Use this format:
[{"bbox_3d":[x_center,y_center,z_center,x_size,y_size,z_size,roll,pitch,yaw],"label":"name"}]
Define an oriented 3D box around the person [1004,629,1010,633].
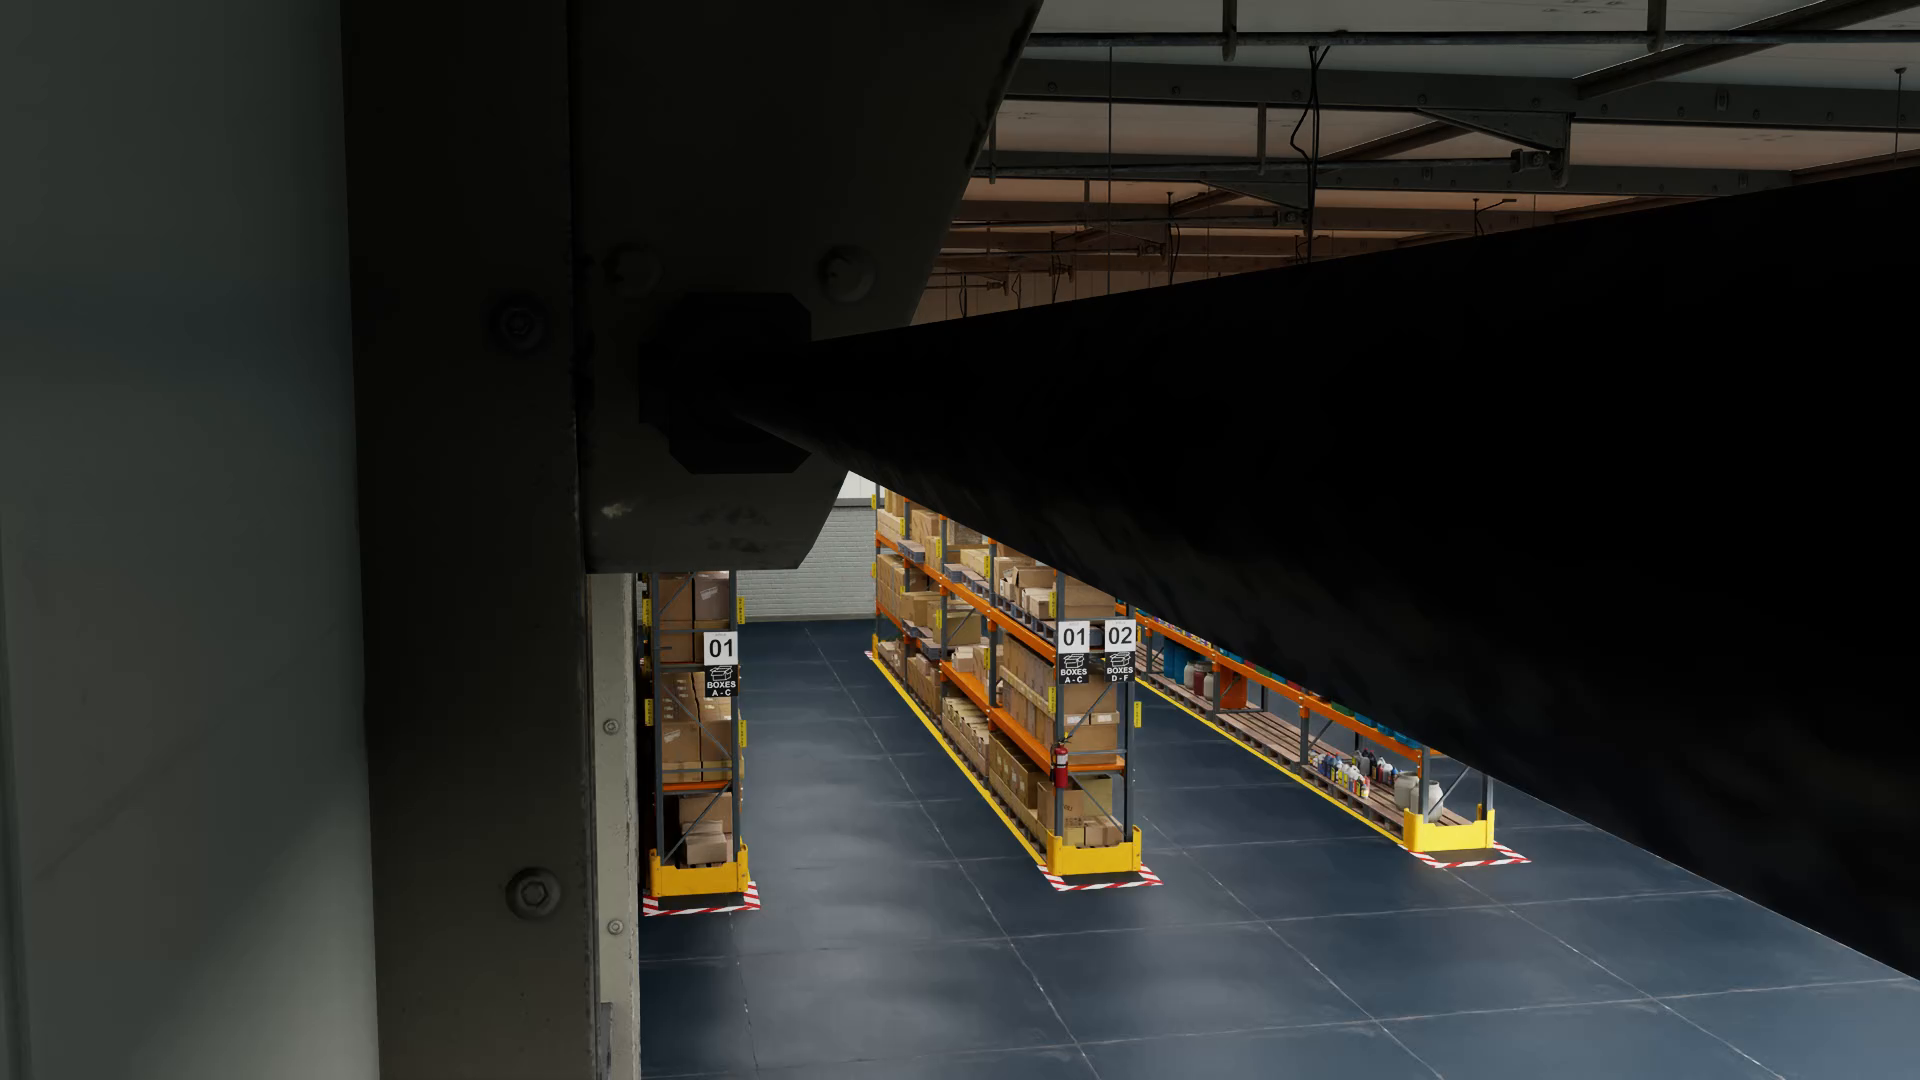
[{"bbox_3d":[1.101,1.947,34.699,0.563,1.655,0.589,-2,6,-20],"label":"person"}]
